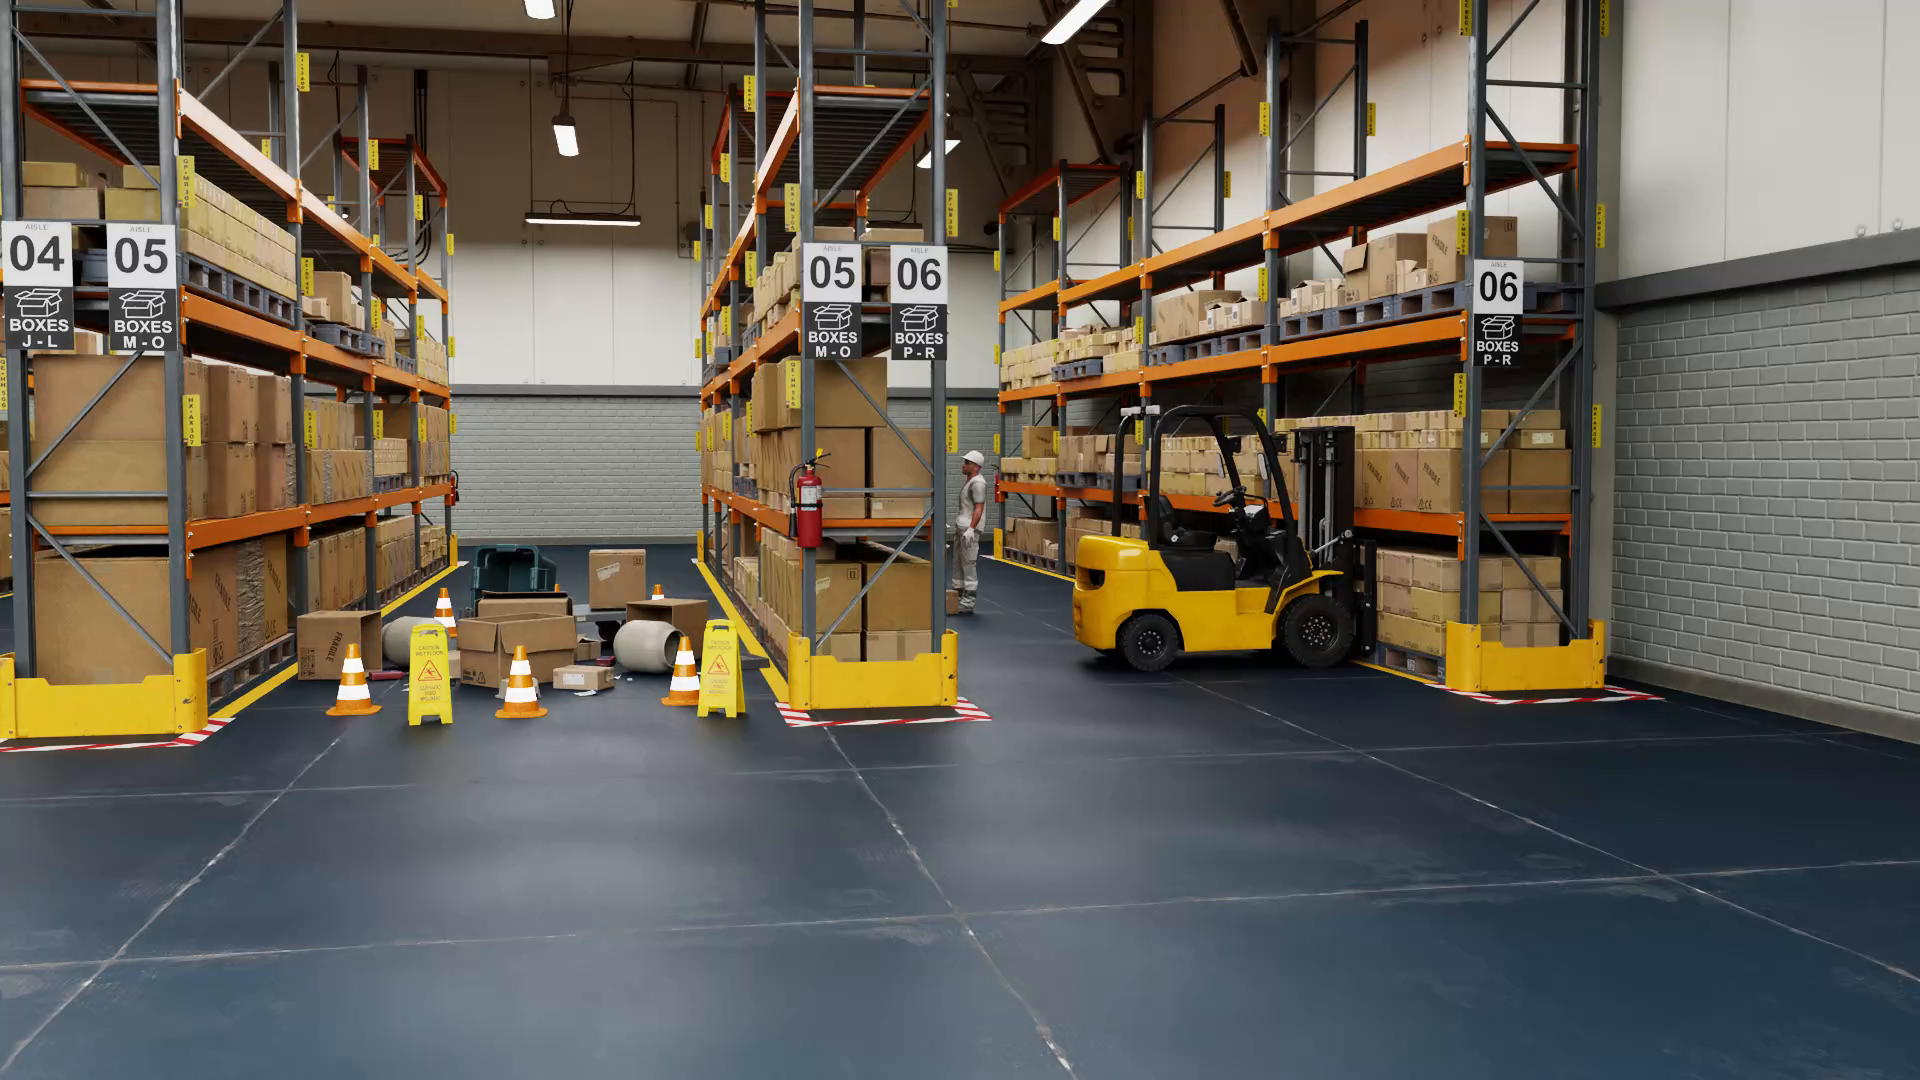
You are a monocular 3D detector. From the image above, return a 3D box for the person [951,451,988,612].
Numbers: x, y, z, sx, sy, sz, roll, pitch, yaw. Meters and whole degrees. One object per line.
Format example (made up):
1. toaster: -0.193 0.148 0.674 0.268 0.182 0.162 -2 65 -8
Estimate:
1. person: 0.013 -0.093 18.438 0.561 1.790 0.637 -1 3 -11
